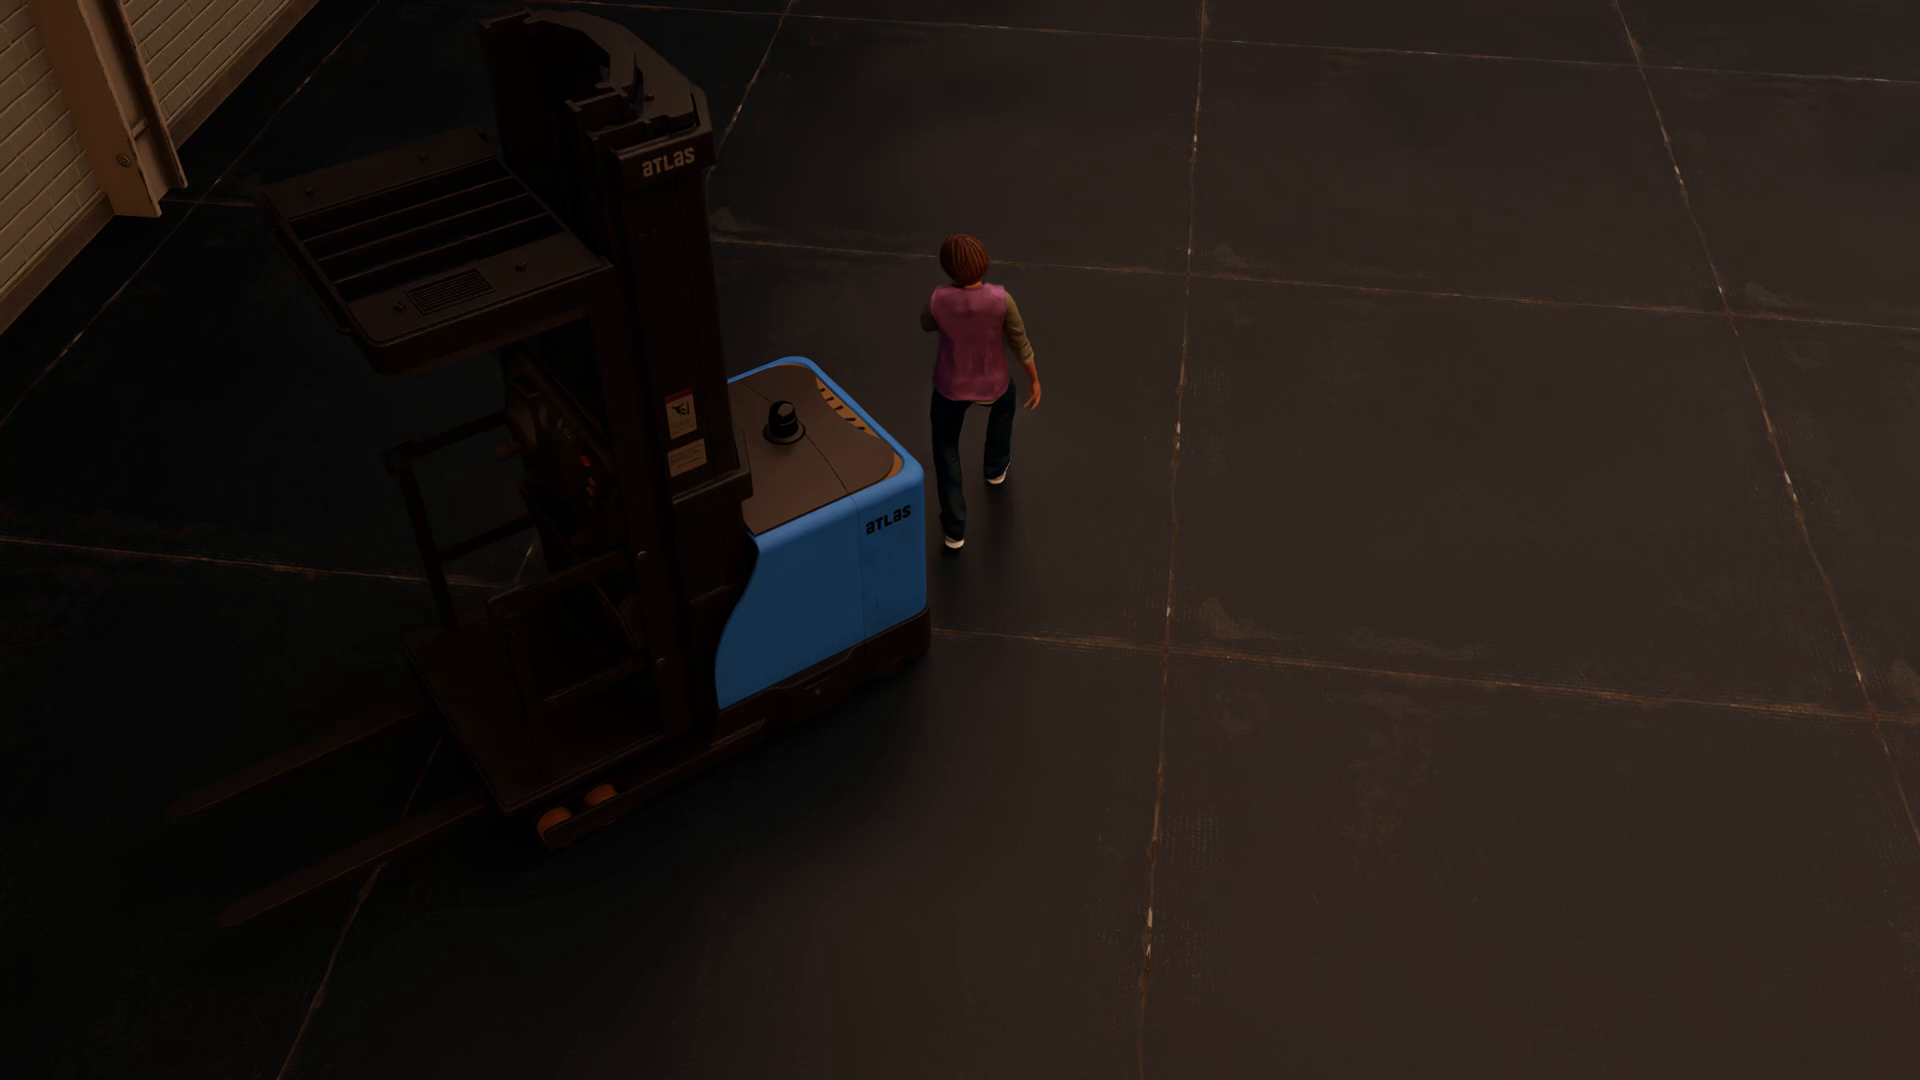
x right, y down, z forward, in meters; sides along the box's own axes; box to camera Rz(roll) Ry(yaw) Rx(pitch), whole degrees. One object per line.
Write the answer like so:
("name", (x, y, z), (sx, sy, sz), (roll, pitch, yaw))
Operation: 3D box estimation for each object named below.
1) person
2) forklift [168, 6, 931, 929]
("person", (0.094, -0.743, 7.581), (0.539, 1.524, 0.739), (-3, 43, -3))
("forklift", (-1.630, -0.274, 6.023), (3.031, 2.935, 1.130), (-25, 48, -25))
